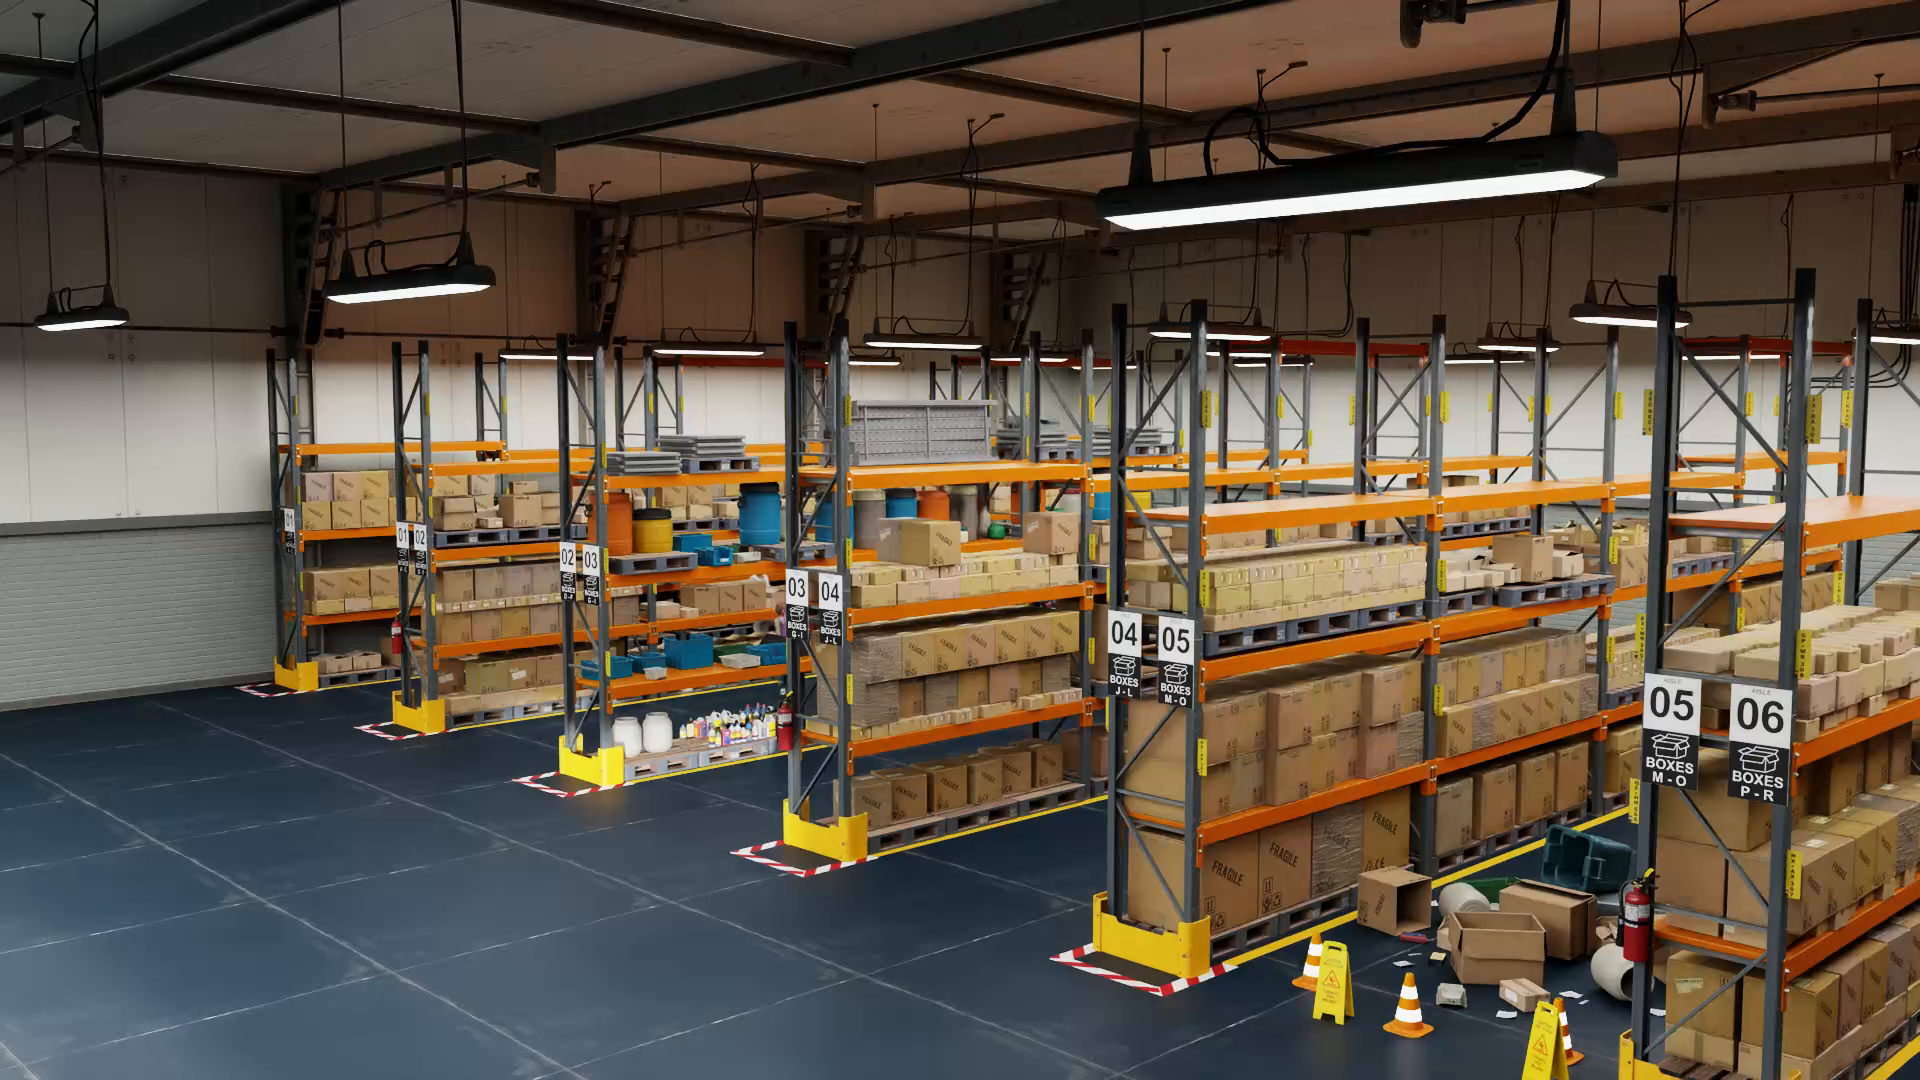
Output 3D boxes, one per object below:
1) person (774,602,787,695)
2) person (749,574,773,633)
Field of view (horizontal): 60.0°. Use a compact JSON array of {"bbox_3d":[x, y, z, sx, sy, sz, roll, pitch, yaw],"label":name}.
[{"bbox_3d":[-2.946,1.871,28.599,0.493,1.598,0.537,-2,5,-25],"label":"person"},{"bbox_3d":[-4.080,1.322,34.040,0.408,1.798,0.581,4,6,39],"label":"person"}]
